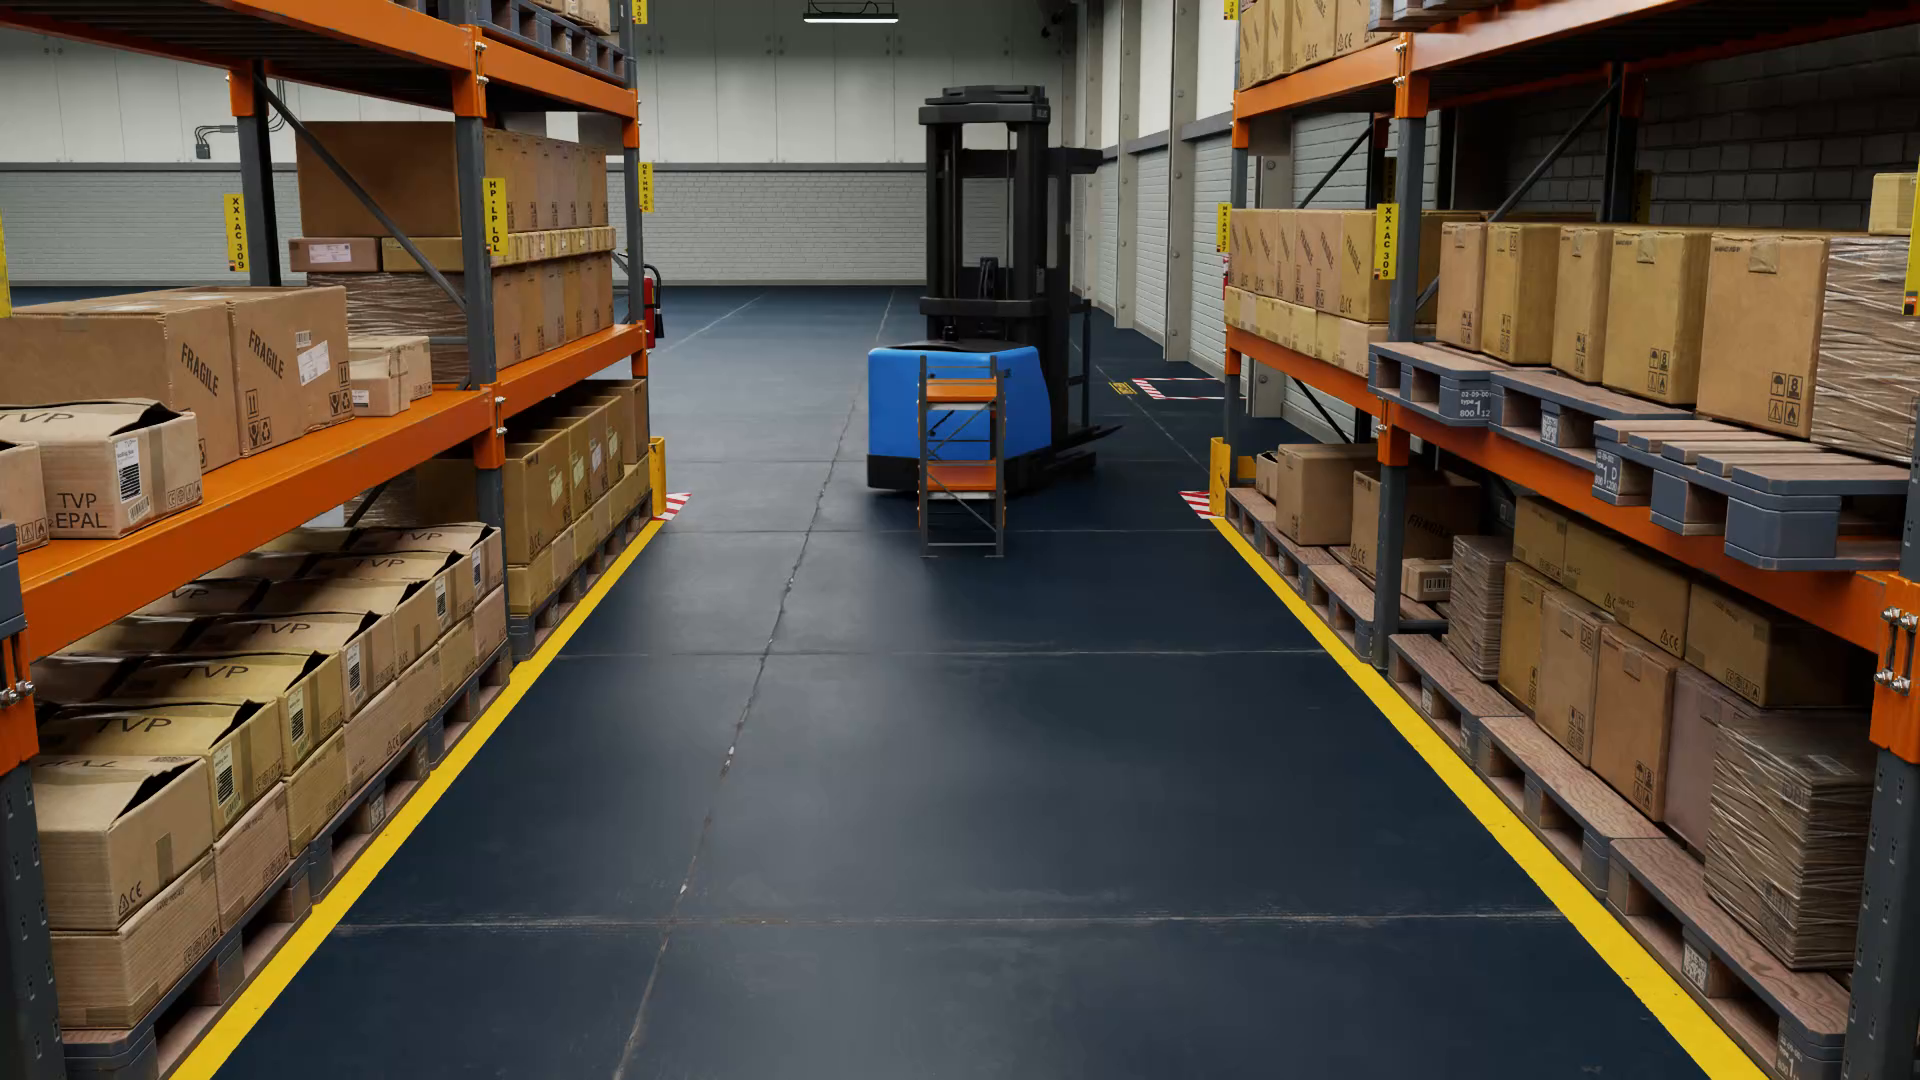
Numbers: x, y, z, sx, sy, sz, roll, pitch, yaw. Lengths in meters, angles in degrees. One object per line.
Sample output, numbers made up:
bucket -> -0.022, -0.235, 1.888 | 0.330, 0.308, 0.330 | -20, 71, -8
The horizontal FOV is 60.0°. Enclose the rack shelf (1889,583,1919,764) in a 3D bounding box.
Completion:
rack shelf -> 2.529, 0.664, 1.553 | 1.077, 0.370, 4.000 | 0, 11, -1

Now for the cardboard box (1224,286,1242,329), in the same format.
cardboard box -> 2.015, -1.515, 10.808 | 0.500, 0.250, 0.500 | -1, 11, -3

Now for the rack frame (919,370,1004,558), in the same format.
rack frame -> 0.011, -0.449, 9.943 | 0.500, 1.125, 0.032 | 0, 11, -1

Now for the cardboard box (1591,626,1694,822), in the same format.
cardboard box -> 2.488, 0.579, 5.344 | 0.700, 0.500, 0.500 | 0, 11, -1

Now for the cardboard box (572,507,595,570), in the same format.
cardboard box -> -2.264, -0.011, 8.929 | 0.500, 0.250, 0.500 | 0, 11, -1

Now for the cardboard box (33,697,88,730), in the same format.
cardboard box -> -2.739, 0.595, 4.530 | 0.500, 0.311, 0.500 | 0, 11, -2

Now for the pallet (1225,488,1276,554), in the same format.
pallet -> 2.306, -0.133, 10.686 | 1.003, 0.211, 1.213 | 0, 11, -1

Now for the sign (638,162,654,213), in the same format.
sign -> -2.087, -2.339, 11.034 | 0.100, 0.325, 0.005 | 0, 11, -1

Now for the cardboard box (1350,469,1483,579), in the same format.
cardboard box -> 2.344, -0.078, 8.581 | 0.500, 0.500, 0.500 | -1, 12, -5

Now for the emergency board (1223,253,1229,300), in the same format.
emergency board -> 3.065, -3.225, 18.912 | 0.194, 1.169, 0.643 | 0, 11, -1

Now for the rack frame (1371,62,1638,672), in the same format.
rack frame -> 2.406, -0.882, 7.360 | 1.000, 3.000, 0.127 | 0, 11, -1

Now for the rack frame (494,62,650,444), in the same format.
rack frame -> -2.630, -1.656, 11.176 | 1.000, 3.000, 0.127 | 0, 11, -1

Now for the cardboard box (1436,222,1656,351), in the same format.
cardboard box -> 2.382, -1.045, 6.807 | 0.700, 0.500, 0.500 | 0, 11, -1

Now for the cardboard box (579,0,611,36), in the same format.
cardboard box -> -2.342, -3.099, 9.714 | 0.500, 0.250, 0.500 | 0, 11, -1

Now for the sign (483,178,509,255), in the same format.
sign -> -2.005, -1.393, 7.170 | 0.100, 0.325, 0.005 | 0, 11, -1

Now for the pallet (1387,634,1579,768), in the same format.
pallet -> 2.423, 0.640, 6.875 | 1.003, 0.211, 1.213 | 0, 11, -1

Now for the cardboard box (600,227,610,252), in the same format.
cardboard box -> -2.425, -1.895, 10.474 | 0.380, 0.149, 0.250 | 0, 11, 0

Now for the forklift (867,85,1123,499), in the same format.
forklift -> 0.431, -1.974, 12.917 | 1.130, 2.935, 3.031 | 6, 13, 26

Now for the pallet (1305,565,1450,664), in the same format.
pallet -> 2.356, 0.352, 8.295 | 1.003, 0.211, 1.213 | 0, 11, -1

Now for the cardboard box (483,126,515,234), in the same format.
cardboard box -> -2.574, -1.734, 8.047 | 0.700, 0.500, 0.500 | 0, 11, -1

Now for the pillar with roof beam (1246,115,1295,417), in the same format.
pillar with roof beam -> -1.226, -5.656, 15.807 | 9.100, 9.000, 0.400 | 0, 11, -1

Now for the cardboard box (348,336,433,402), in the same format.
cardboard box -> -2.493, -0.689, 6.790 | 0.500, 0.250, 0.500 | 0, 11, 2

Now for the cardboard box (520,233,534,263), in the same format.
cardboard box -> -2.381, -1.485, 8.450 | 0.380, 0.149, 0.250 | -1, 11, -3

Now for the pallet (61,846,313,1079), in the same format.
pallet -> -2.442, 1.137, 4.422 | 1.003, 0.211, 1.213 | 0, 11, -1

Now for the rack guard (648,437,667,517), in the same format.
rack guard -> -2.630, -0.435, 11.448 | 1.175, 0.500, 0.348 | 0, 11, -1

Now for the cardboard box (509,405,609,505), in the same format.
cardboard box -> -2.277, -0.478, 9.344 | 0.500, 0.500, 0.500 | 0, 11, -1

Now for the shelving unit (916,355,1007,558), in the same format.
shelving unit -> 0.000, -0.550, 10.441 | 0.538, 1.125, 1.048 | 0, 11, -1

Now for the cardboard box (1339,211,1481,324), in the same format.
cardboard box -> 2.087, -1.278, 7.756 | 0.500, 0.500, 0.500 | 0, 11, -1

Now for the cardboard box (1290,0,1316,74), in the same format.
cardboard box -> 2.102, -2.822, 9.077 | 0.500, 0.500, 0.500 | 0, 11, 2

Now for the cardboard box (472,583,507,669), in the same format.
cardboard box -> -2.249, 0.362, 7.088 | 0.500, 0.250, 0.500 | 0, 11, -2

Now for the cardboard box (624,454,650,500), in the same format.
cardboard box -> -2.323, -0.409, 10.888 | 0.500, 0.250, 0.500 | 0, 11, -1

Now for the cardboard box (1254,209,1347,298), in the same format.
cardboard box -> 2.037, -1.683, 9.753 | 0.500, 0.500, 0.500 | -1, 11, -3

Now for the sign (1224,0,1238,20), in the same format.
sign -> 1.780, -3.573, 10.883 | 0.100, 0.325, 0.005 | 0, 11, -1

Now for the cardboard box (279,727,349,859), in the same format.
cardboard box -> -2.210, 0.768, 5.090 | 0.500, 0.250, 0.500 | -1, 11, -3

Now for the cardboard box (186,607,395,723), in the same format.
cardboard box -> -2.220, 0.388, 5.550 | 0.500, 0.311, 0.500 | 0, 11, -2

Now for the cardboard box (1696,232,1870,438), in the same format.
cardboard box -> 2.430, -0.555, 4.395 | 0.700, 0.500, 0.500 | -1, 12, -7

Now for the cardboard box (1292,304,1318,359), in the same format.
cardboard box -> 2.065, -1.110, 8.812 | 0.500, 0.250, 0.500 | 0, 11, -1

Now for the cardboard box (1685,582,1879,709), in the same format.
cardboard box -> 2.472, 0.299, 4.835 | 0.500, 0.250, 0.500 | 0, 11, 0

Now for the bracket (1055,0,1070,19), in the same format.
bracket -> 2.289, -11.613, 36.113 | 0.076, 0.066, 4.783 | 0, 11, -1

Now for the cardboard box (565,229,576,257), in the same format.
cardboard box -> -2.403, -1.690, 9.462 | 0.380, 0.149, 0.250 | 0, 11, 0

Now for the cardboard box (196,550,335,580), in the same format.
cardboard box -> -2.782, 0.189, 6.532 | 0.500, 0.311, 0.500 | 0, 11, -2

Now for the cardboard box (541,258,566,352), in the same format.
cardboard box -> -2.598, -1.304, 9.191 | 0.700, 0.500, 0.500 | 0, 11, 1

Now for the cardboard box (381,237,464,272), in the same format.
cardboard box -> -2.359, -1.282, 7.449 | 0.380, 0.149, 0.250 | 0, 11, -1

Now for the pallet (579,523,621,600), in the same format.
pallet -> -2.550, 0.105, 9.512 | 1.003, 0.211, 1.213 | 0, 11, -1

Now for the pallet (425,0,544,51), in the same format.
pallet -> -2.591, -2.457, 7.802 | 1.003, 0.211, 1.213 | 0, 11, -1

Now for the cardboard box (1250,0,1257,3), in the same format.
cardboard box -> 2.048, -3.518, 9.995 | 0.500, 0.500, 0.500 | 0, 11, -2

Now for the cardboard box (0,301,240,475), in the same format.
cardboard box -> -2.515, -0.448, 4.971 | 0.500, 0.500, 0.500 | -1, 11, -4

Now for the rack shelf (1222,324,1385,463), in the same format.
rack shelf -> 2.364, -0.927, 9.392 | 1.077, 0.370, 4.000 | 0, 11, -1

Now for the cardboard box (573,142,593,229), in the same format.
cardboard box -> -2.615, -2.133, 10.012 | 0.700, 0.500, 0.500 | -1, 11, -3

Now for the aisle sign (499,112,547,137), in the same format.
aisle sign -> -2.937, -2.941, 10.975 | 0.394, 0.787, 0.004 | 0, 11, -1
